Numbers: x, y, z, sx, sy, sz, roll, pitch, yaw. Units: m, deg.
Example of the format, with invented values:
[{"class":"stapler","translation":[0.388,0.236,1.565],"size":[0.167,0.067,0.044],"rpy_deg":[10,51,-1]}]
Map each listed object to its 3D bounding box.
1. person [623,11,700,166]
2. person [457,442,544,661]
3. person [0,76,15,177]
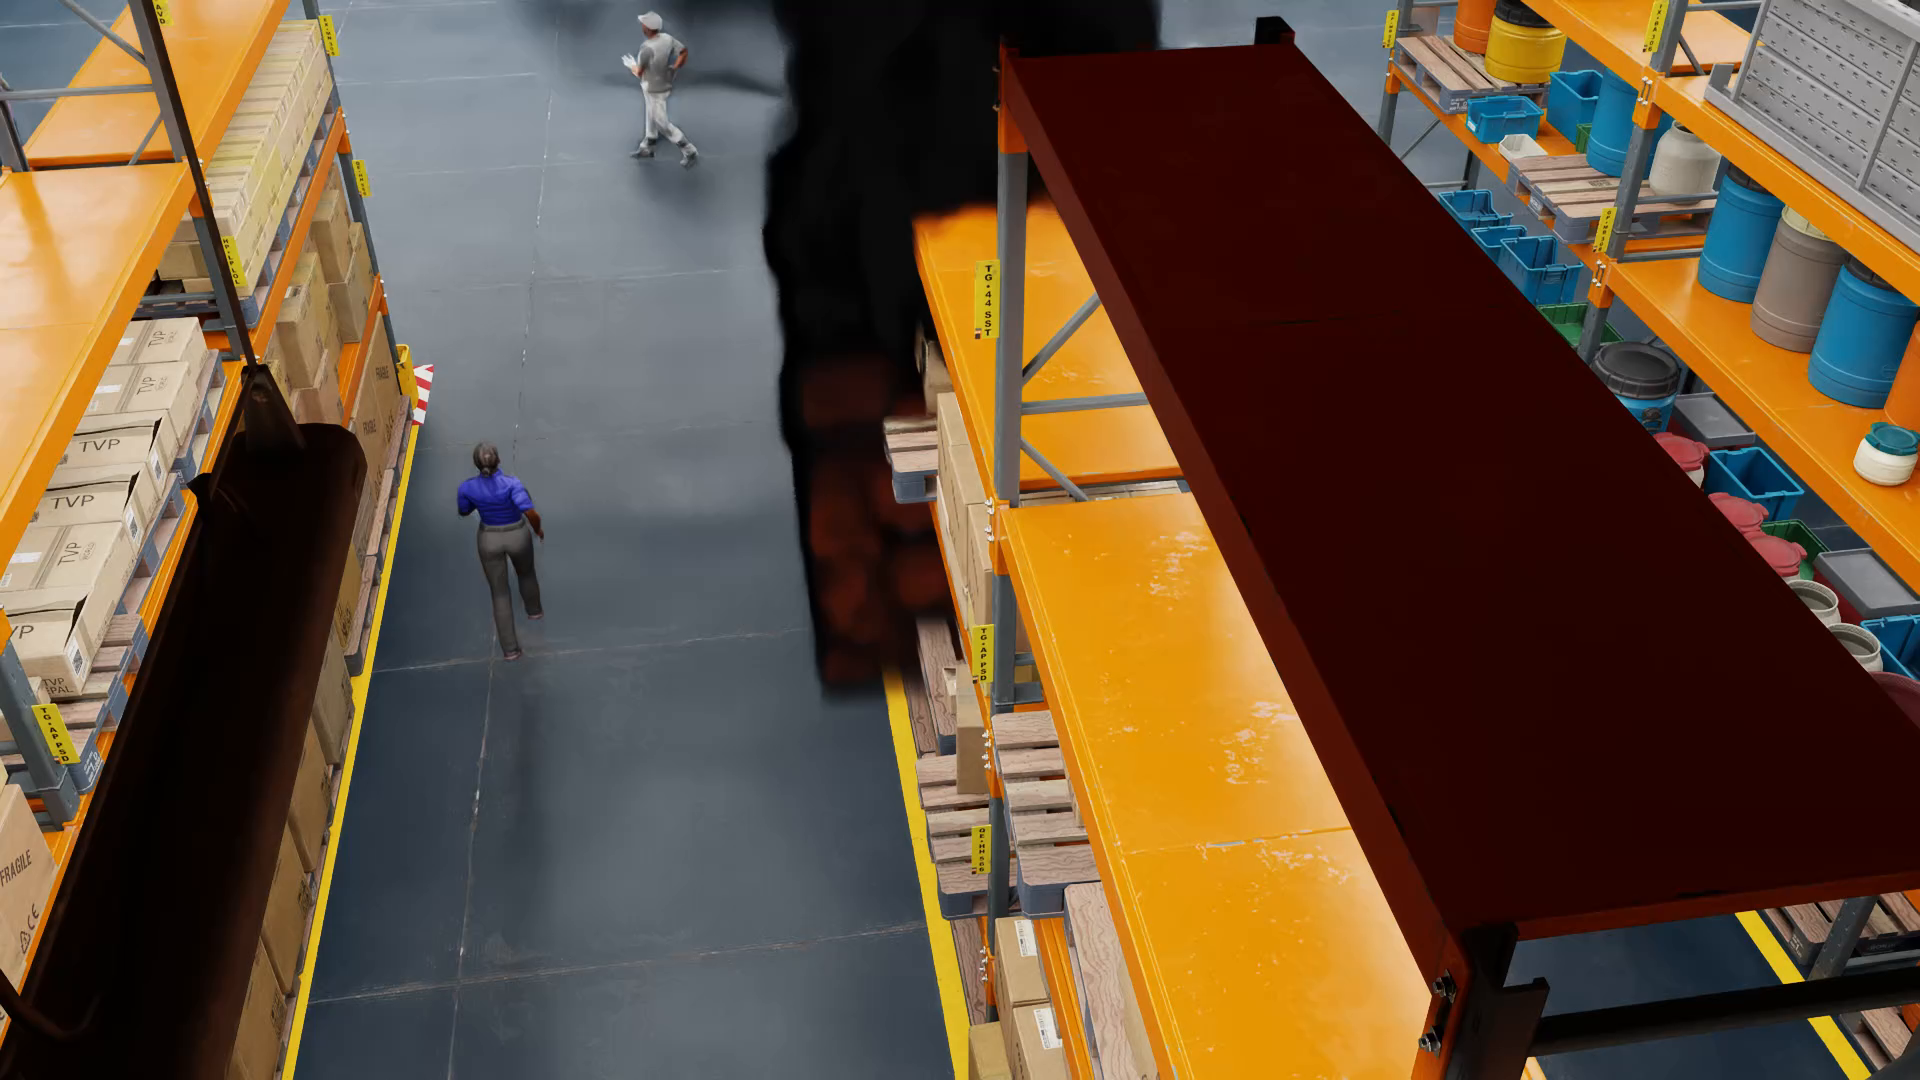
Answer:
[{"class":"person","translation":[-3.428,-5.110,18.849],"size":[1.002,1.773,0.662],"rpy_deg":[13,38,17]},{"class":"person","translation":[-3.131,0.052,11.478],"size":[0.557,1.716,0.779],"rpy_deg":[-8,37,-10]},{"class":"person","translation":[-10.630,-4.623,18.360],"size":[0.859,1.597,0.565],"rpy_deg":[24,42,29]}]
